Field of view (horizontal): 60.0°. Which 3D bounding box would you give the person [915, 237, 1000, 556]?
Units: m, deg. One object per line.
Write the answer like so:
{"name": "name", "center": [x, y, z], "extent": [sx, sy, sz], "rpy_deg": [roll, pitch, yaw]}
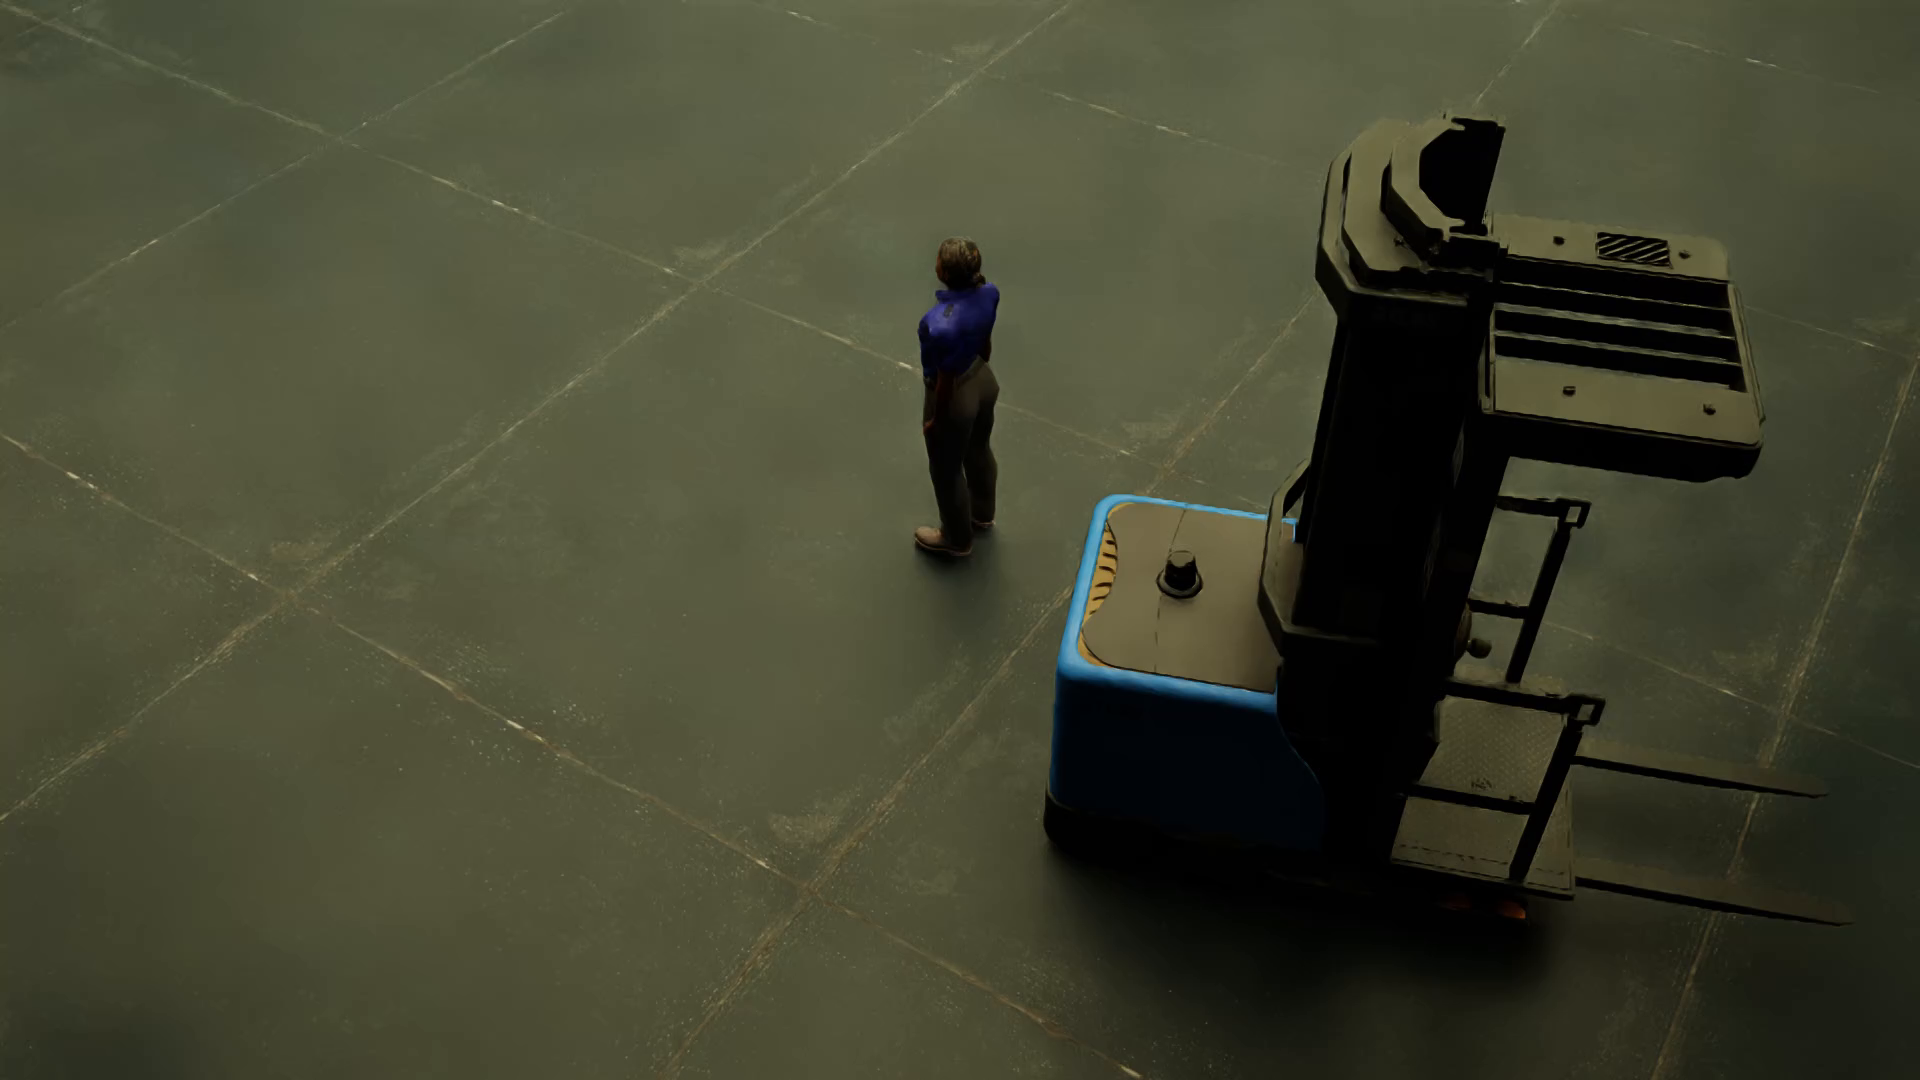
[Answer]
{"name": "person", "center": [-0.017, -0.643, 7.395], "extent": [0.320, 1.662, 0.446], "rpy_deg": [24, 48, 23]}

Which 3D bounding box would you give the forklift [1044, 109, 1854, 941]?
{"name": "forklift", "center": [1.909, 0.064, 5.781], "extent": [3.031, 2.935, 1.130], "rpy_deg": [9, 44, 9]}
